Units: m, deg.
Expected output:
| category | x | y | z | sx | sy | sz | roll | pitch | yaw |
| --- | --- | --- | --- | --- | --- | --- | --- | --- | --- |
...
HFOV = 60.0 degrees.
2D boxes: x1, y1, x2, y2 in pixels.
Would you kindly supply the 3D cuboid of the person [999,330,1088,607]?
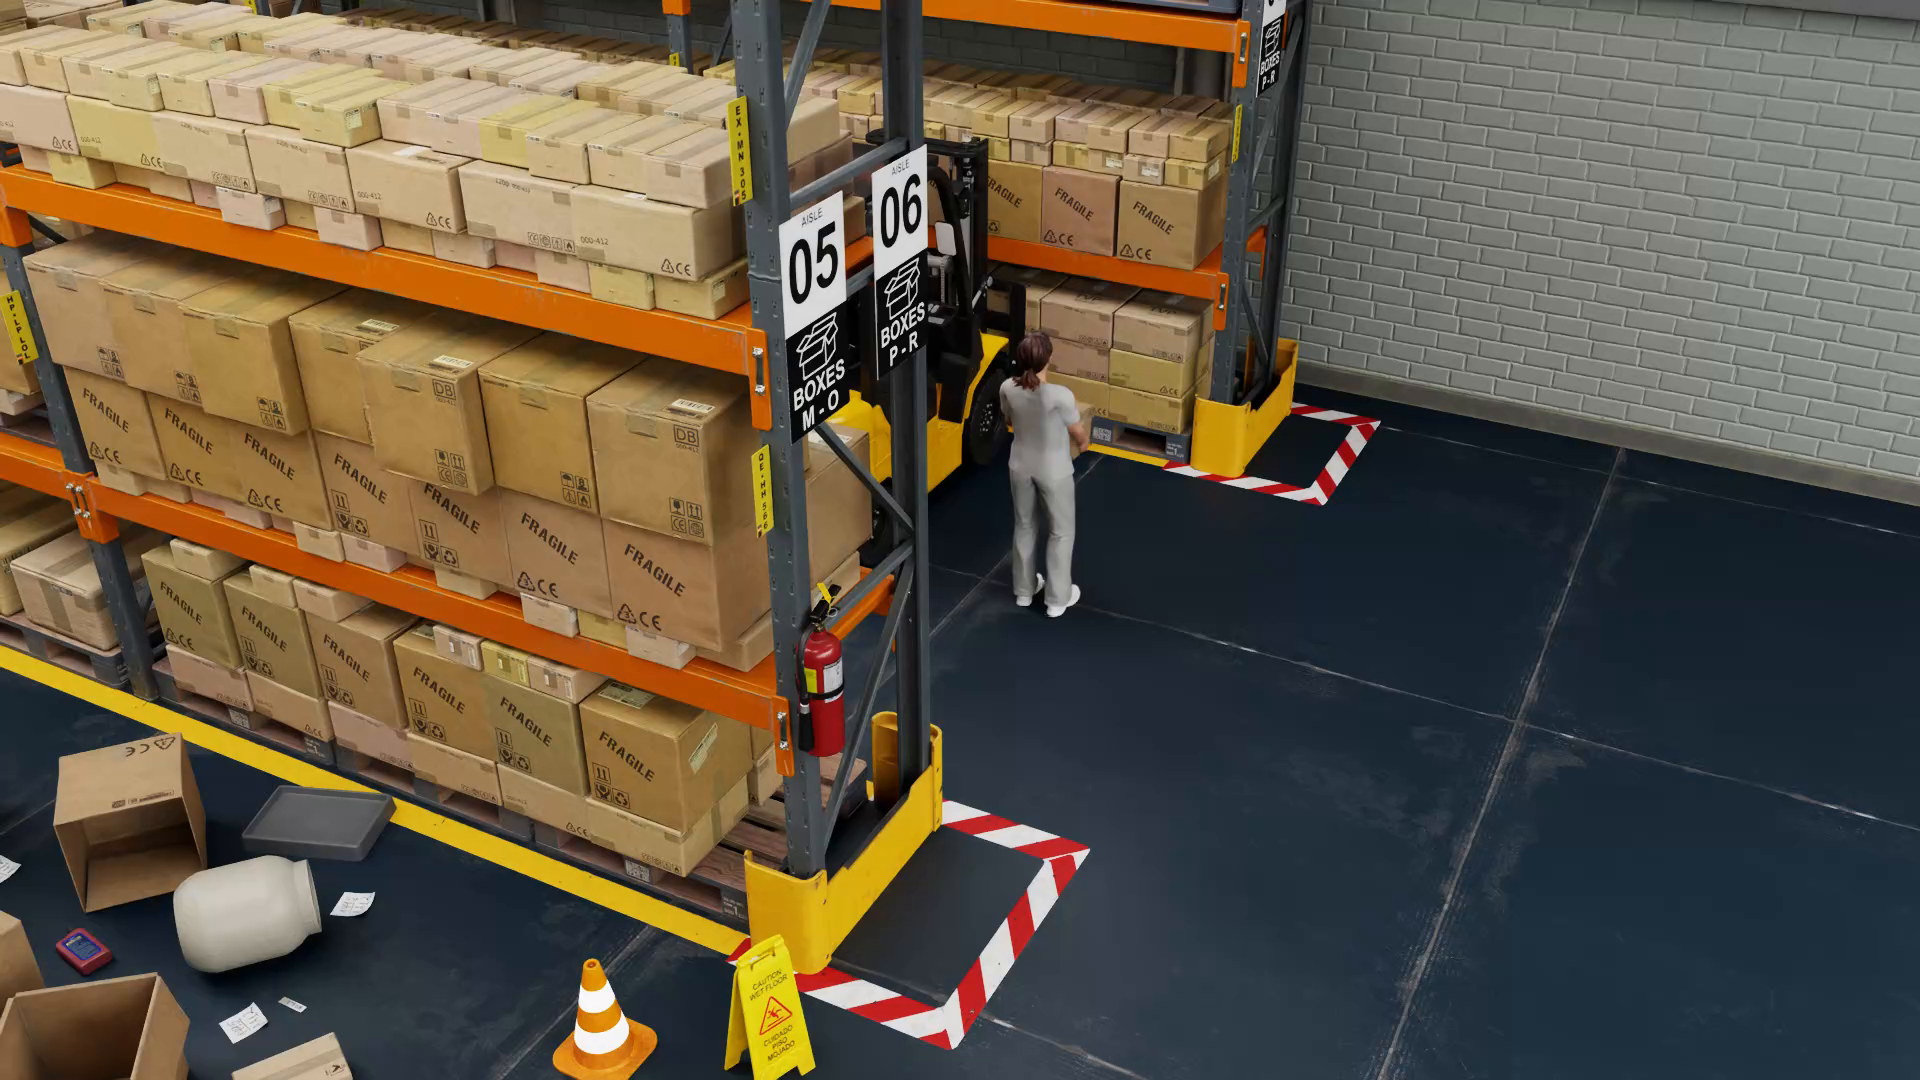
| category | x | y | z | sx | sy | sz | roll | pitch | yaw |
| --- | --- | --- | --- | --- | --- | --- | --- | --- | --- |
| person | 0.450 | -0.418 | 8.944 | 0.445 | 1.595 | 0.544 | 14 | 33 | 23 |
